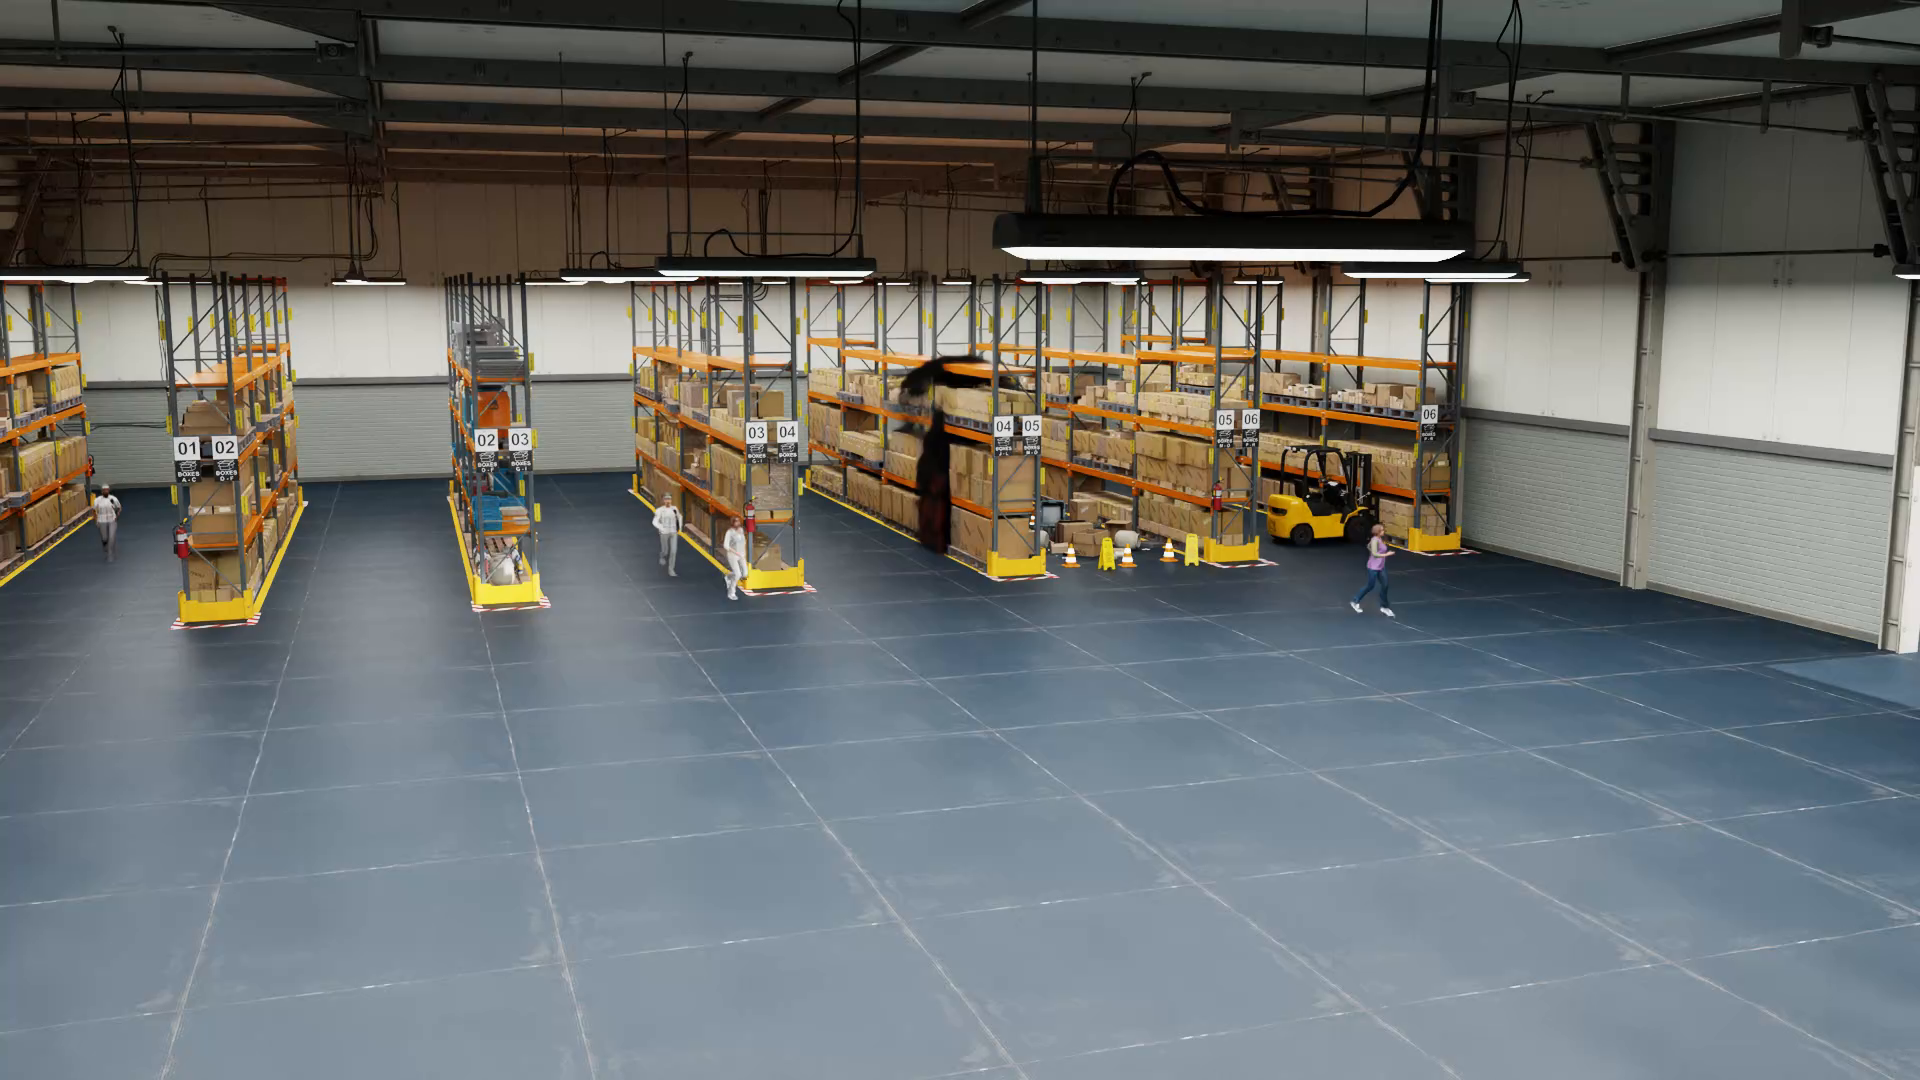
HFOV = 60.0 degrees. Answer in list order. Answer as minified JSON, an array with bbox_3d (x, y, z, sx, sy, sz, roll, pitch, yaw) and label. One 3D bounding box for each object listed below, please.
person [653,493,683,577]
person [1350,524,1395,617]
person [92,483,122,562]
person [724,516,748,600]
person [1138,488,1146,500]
[{"bbox_3d":[-5.863,-0.135,33.524,0.632,1.670,0.842,-3,9,-21],"label":"person"},{"bbox_3d":[7.270,0.572,29.228,0.778,1.533,0.565,5,10,30],"label":"person"},{"bbox_3d":[-18.080,-0.392,35.279,0.582,1.665,0.578,-4,10,-27],"label":"person"},{"bbox_3d":[-4.160,0.323,30.880,0.598,1.567,0.571,7,11,40],"label":"person"},{"bbox_3d":[4.826,-1.737,43.681,0.663,1.725,0.895,-3,9,-21],"label":"person"}]
